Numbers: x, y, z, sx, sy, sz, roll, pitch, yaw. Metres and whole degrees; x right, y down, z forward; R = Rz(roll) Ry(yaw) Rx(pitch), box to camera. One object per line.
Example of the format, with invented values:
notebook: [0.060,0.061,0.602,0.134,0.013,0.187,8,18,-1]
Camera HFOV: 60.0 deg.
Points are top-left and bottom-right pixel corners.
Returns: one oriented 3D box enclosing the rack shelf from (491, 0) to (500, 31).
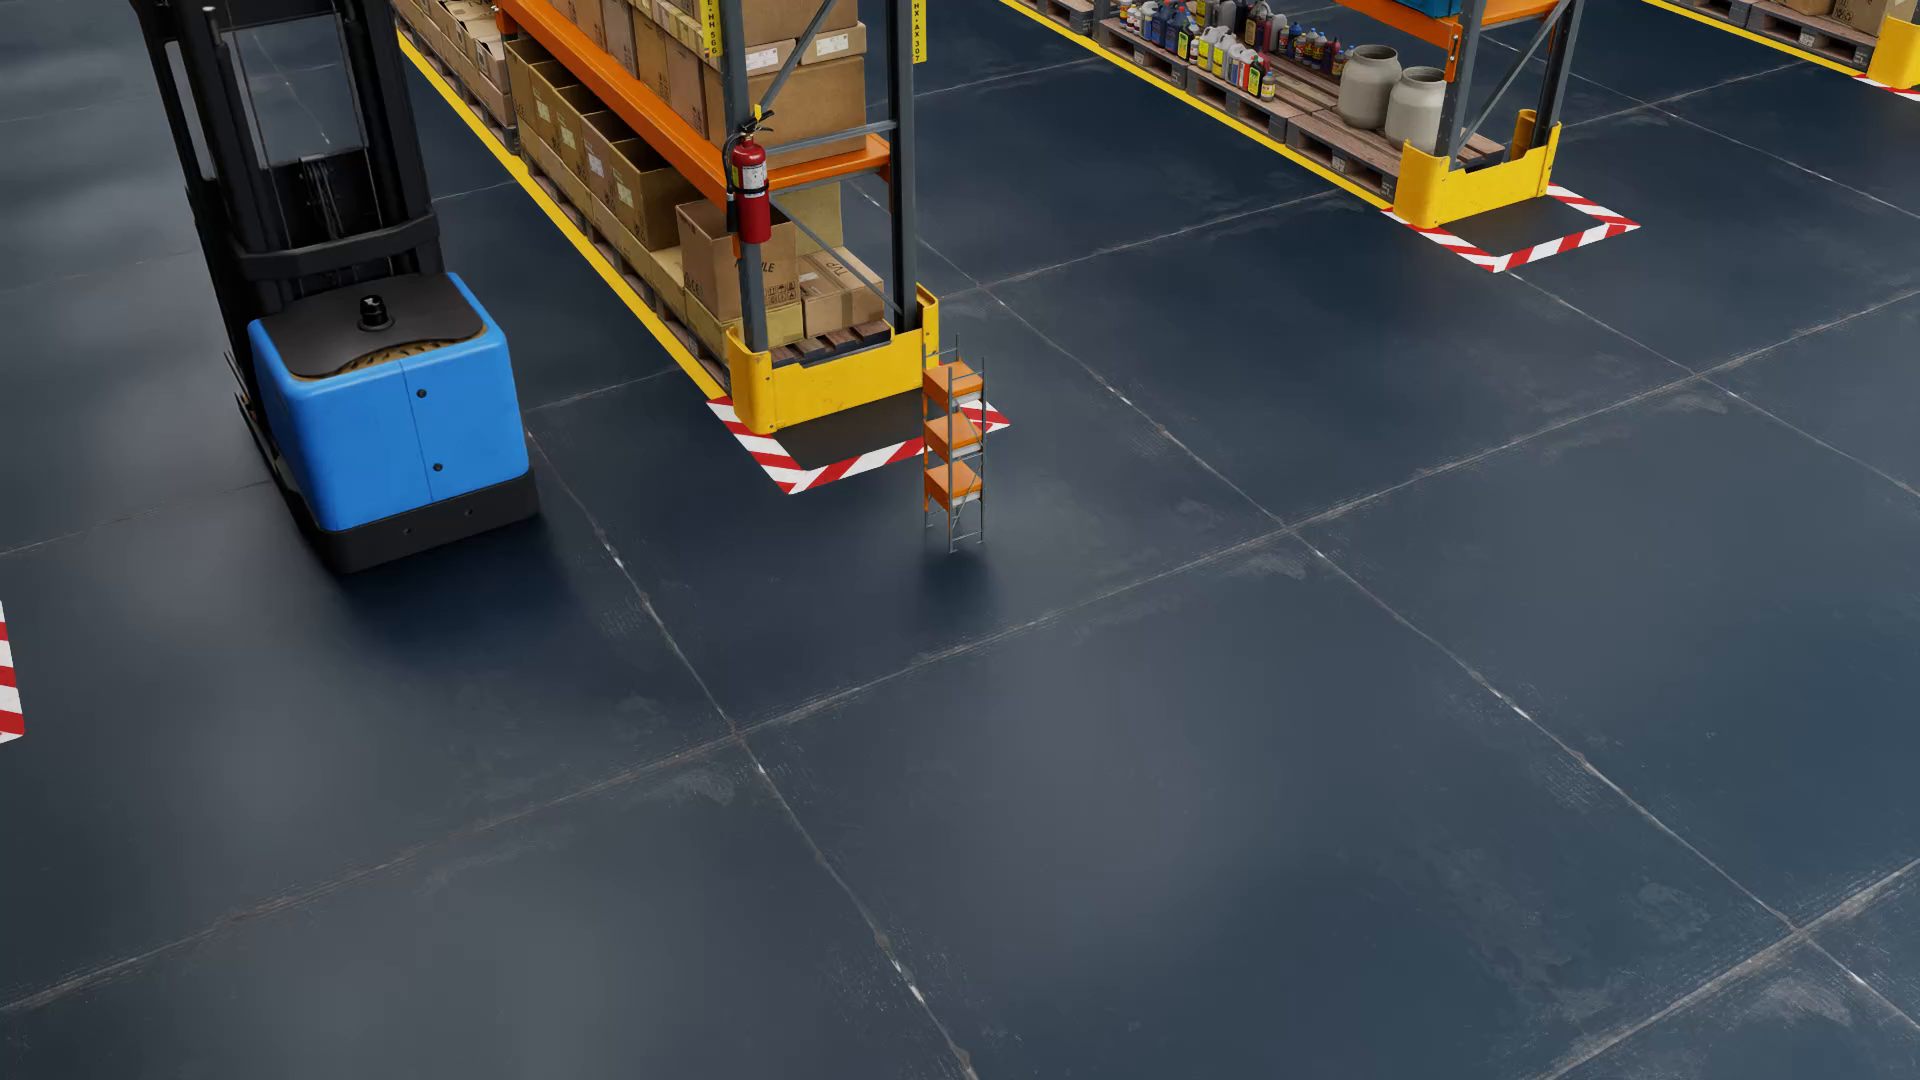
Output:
rack shelf: [-3.715,-4.811,12.903,1.077,0.370,4.000,-19,40,-24]

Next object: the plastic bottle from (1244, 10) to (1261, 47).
plastic bottle: [2.330,-4.079,13.221,0.061,0.283,0.133,-19,40,-24]

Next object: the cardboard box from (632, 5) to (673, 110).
cardboard box: [-1.436,-2.845,9.517,0.700,0.500,0.500,-19,40,-24]

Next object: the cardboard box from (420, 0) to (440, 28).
cardboard box: [-3.926,-4.264,13.045,0.500,0.311,0.500,-19,40,-24]

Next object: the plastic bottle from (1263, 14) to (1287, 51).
plastic bottle: [2.484,-4.035,13.168,0.152,0.276,0.135,-18,40,-23]

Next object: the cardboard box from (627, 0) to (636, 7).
cardboard box: [-1.709,-3.142,9.374,0.380,0.149,0.250,-18,40,-23]

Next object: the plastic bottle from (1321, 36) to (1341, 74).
plastic bottle: [2.845,-3.726,12.738,0.061,0.283,0.133,-18,40,-23]

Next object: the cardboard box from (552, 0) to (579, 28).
cardboard box: [-2.211,-3.630,10.592,0.700,0.500,0.500,-19,40,-24]

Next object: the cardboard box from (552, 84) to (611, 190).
cardboard box: [-2.245,-2.604,10.611,0.500,0.500,0.500,-19,40,-24]

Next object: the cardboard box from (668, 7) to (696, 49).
cardboard box: [-1.318,-2.745,8.831,0.380,0.149,0.250,-20,40,-25]

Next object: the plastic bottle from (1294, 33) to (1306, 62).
plastic bottle: [2.671,-3.848,12.975,0.097,0.201,0.097,0,36,0]

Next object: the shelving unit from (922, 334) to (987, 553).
shelving unit: [-0.027,-0.451,7.978,0.215,1.050,0.252,-19,40,-24]

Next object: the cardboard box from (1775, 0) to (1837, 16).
cardboard box: [7.238,-4.753,13.978,0.500,0.500,0.500,-9,37,-12]

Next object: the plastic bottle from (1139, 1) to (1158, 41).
plastic bottle: [1.542,-4.176,13.360,0.152,0.276,0.135,-17,40,-22]

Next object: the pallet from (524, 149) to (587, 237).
pallet: [-2.347,-2.537,11.545,1.003,0.211,1.213,-19,40,-24]

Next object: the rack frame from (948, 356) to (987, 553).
rack frame: [0.034,-0.389,7.893,0.200,1.050,0.008,-19,40,-24]

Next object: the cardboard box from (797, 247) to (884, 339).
cardboard box: [-0.778,-1.440,9.653,0.500,0.250,0.500,-19,40,-24]

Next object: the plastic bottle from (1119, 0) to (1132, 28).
plastic bottle: [1.356,-4.330,13.576,0.097,0.271,0.097,0,36,0]

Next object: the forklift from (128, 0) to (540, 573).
forklift: [-3.309,-1.865,8.318,1.130,2.935,3.031,-20,41,-25]

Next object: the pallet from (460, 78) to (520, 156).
pallet: [-3.114,-3.319,12.616,1.003,0.211,1.213,-19,40,-24]

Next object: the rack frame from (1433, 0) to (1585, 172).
rack frame: [3.584,-3.507,10.509,1.000,3.000,0.127,-19,40,-24]

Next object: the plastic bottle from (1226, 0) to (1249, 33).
plastic bottle: [2.244,-4.314,13.486,0.144,0.351,0.185,-21,41,-26]

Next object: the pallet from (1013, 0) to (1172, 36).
pallet: [1.147,-4.810,14.657,1.003,0.211,1.213,-19,40,-24]

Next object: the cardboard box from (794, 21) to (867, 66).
cardboard box: [-0.711,-2.607,8.642,0.380,0.149,0.250,-19,40,-24]

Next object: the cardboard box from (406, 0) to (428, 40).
cardboard box: [-4.191,-4.307,13.579,0.500,0.250,0.500,-20,41,-25]

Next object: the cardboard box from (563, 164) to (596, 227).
cardboard box: [-2.246,-2.301,10.832,0.500,0.250,0.500,-19,40,-24]

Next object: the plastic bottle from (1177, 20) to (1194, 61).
plastic bottle: [1.763,-3.900,12.977,0.061,0.283,0.133,-17,39,-22]

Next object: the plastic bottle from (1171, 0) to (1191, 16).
plastic bottle: [1.746,-4.163,13.280,0.144,0.351,0.185,-19,40,-24]

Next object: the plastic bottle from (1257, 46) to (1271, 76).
plastic bottle: [2.271,-3.563,12.515,0.061,0.283,0.133,-19,40,-24]

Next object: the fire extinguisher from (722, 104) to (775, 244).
fire extinguisher: [-1.043,-1.812,8.253,0.296,0.674,0.183,-19,40,-24]

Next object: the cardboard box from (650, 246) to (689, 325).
cardboard box: [-1.487,-1.538,9.788,0.500,0.250,0.500,-19,40,-24]

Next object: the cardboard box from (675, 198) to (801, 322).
cardboard box: [-1.227,-1.589,9.221,0.500,0.500,0.500,-19,40,-24]

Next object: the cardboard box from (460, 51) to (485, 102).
cardboard box: [-3.422,-3.524,12.507,0.500,0.250,0.500,-20,40,-25]

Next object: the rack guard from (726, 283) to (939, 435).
rack guard: [-0.688,-1.020,9.222,1.175,0.500,0.348,-19,40,-24]

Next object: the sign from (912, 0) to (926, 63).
sign: [-0.218,-2.584,8.444,0.100,0.325,0.005,-19,40,-24]

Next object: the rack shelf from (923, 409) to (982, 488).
rack shelf: [-0.027,-0.443,7.984,0.215,0.259,0.240,-19,40,-24]

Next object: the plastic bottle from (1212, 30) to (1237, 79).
plastic bottle: [2.023,-3.712,12.663,0.144,0.351,0.185,-17,40,-22]

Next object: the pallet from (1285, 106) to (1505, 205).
pallet: [3.102,-2.822,11.934,1.003,0.211,1.213,-19,40,-24]

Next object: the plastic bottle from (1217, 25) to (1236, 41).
plastic bottle: [2.045,-3.834,12.892,0.152,0.276,0.135,-19,40,-24]

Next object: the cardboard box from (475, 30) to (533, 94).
cardboard box: [-3.161,-3.488,11.983,0.500,0.311,0.500,-19,40,-24]

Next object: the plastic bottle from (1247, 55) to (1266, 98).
plastic bottle: [2.208,-3.449,12.359,0.061,0.283,0.133,-18,40,-23]
